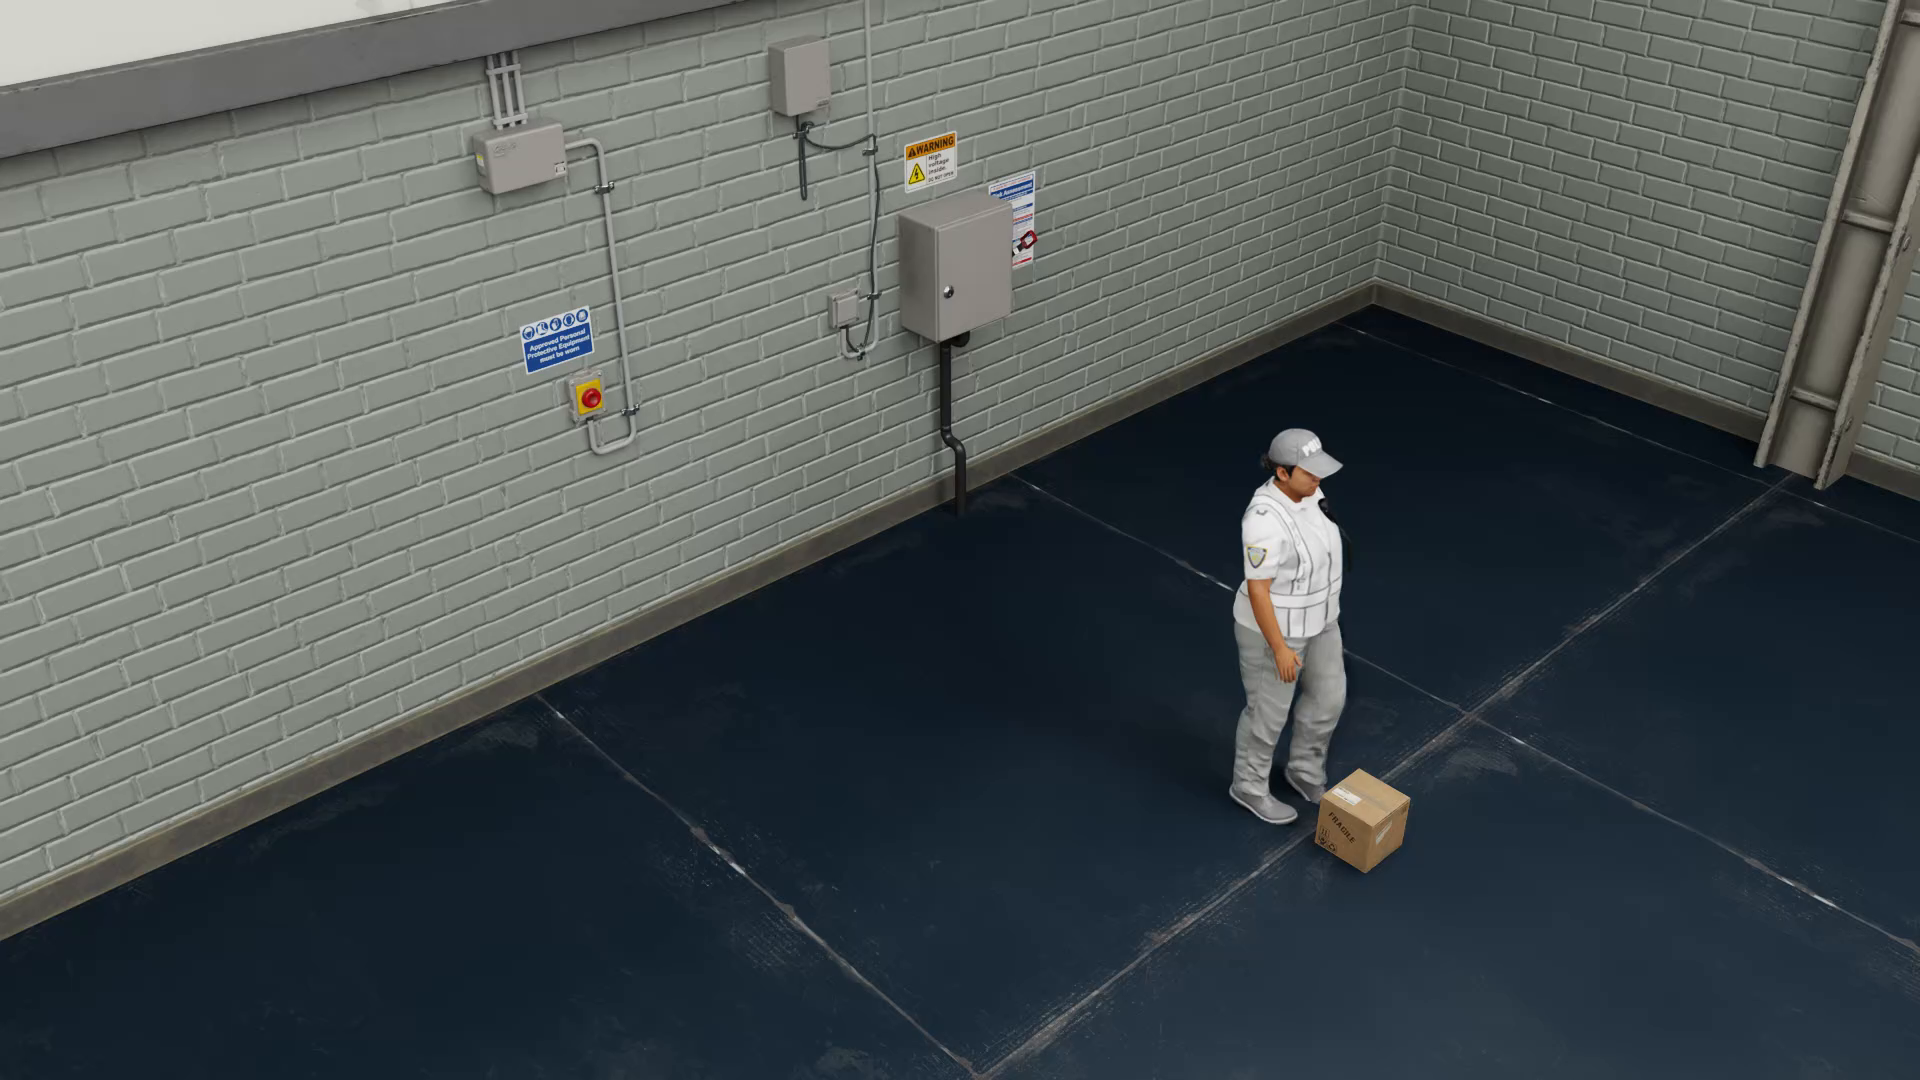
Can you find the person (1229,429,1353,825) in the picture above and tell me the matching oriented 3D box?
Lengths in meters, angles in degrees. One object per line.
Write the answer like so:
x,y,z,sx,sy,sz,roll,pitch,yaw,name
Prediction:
1.329,0.391,6.574,0.501,1.758,0.519,24,39,33,person
